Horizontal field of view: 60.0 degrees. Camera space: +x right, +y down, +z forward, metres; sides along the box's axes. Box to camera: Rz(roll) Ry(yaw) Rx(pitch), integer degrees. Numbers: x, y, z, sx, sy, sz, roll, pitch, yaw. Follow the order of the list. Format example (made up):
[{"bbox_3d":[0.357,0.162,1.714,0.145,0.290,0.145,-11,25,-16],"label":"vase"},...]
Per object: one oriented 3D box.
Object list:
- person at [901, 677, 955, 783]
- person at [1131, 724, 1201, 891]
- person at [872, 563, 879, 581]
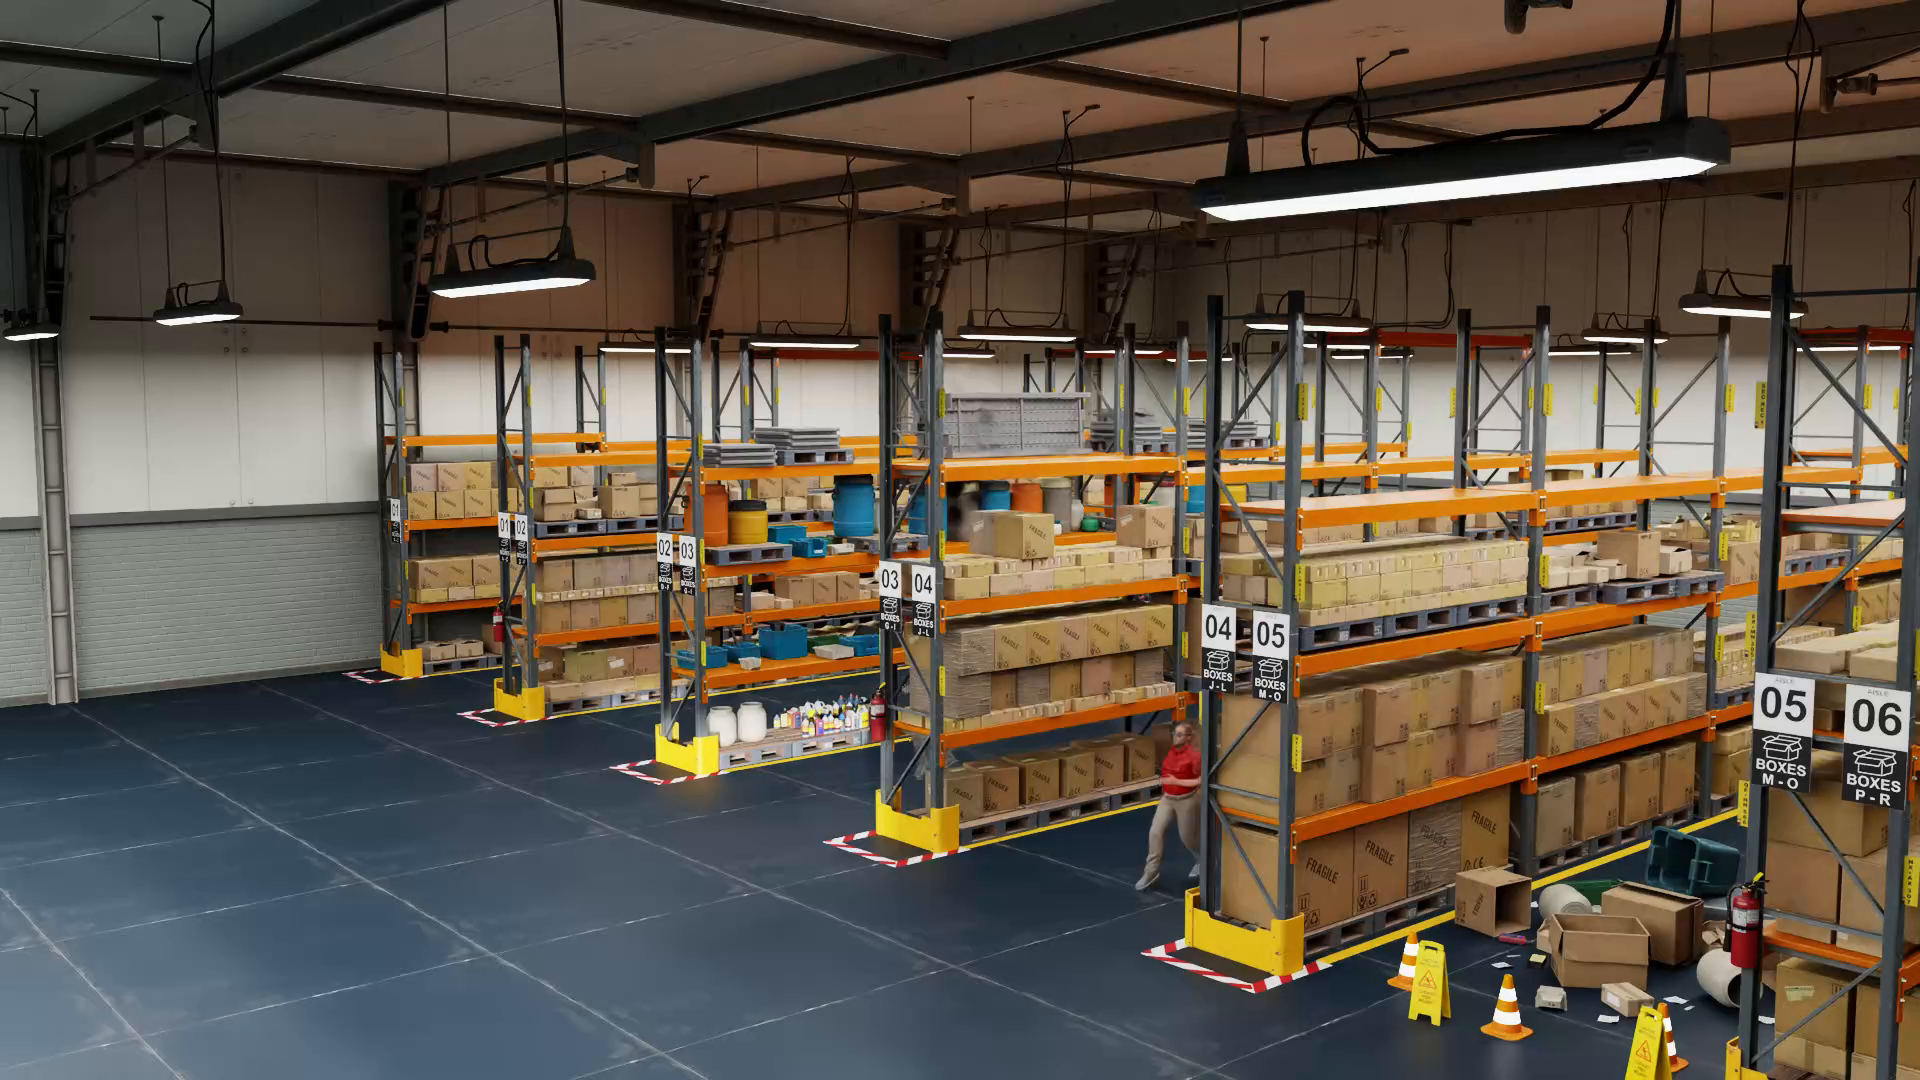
[{"bbox_3d":[-0.394,2.218,21.335,0.824,1.729,0.638,-4,7,-39],"label":"person"},{"bbox_3d":[2.273,2.748,17.177,0.964,1.734,0.675,-4,6,-36],"label":"person"},{"bbox_3d":[-1.532,1.154,34.110,0.634,1.797,0.953,4,7,39],"label":"person"}]
